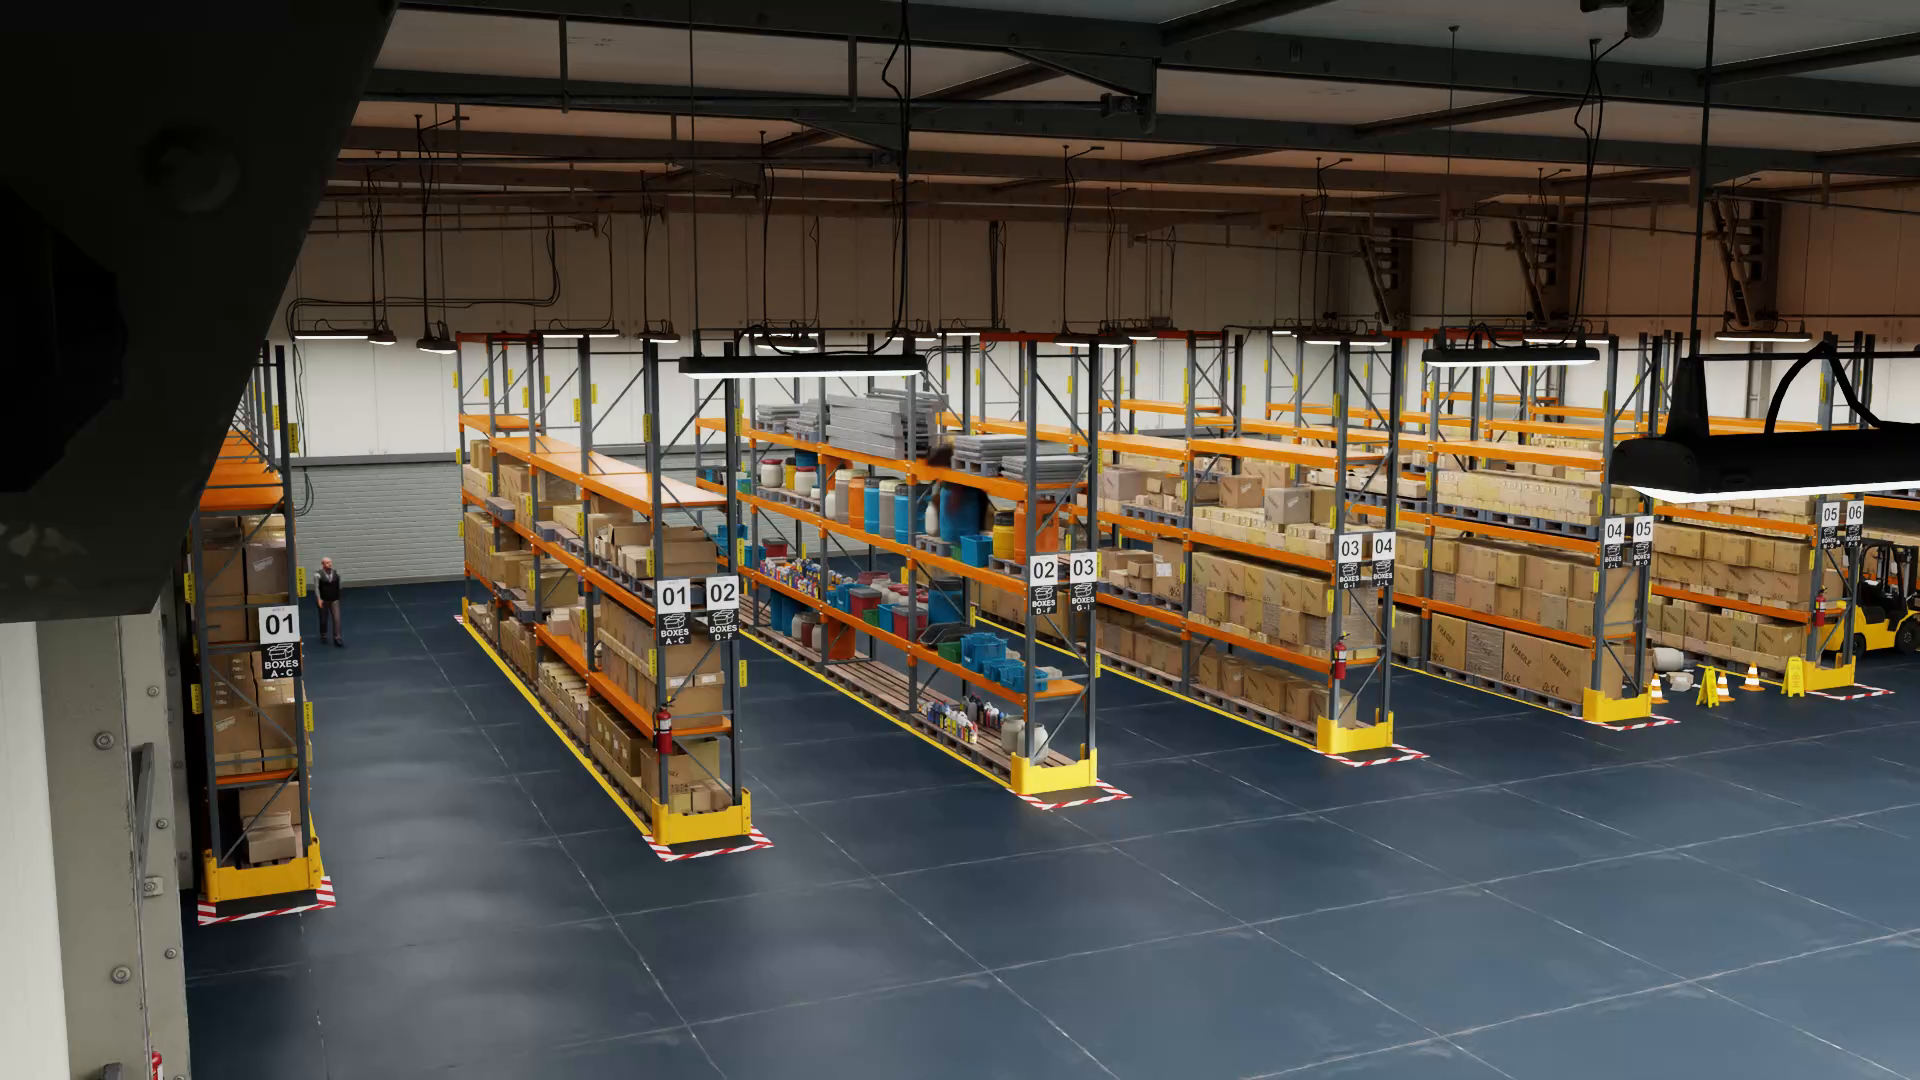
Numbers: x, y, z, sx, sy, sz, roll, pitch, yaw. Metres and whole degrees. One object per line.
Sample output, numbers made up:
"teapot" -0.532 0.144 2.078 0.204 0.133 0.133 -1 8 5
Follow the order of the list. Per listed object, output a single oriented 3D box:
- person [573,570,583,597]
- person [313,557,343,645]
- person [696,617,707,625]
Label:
"person" -7.952 0.888 34.642 0.498 1.600 0.443 -2 8 -13
"person" -12.200 1.176 32.110 0.530 1.687 0.976 -4 9 -29
"person" -4.512 1.671 28.666 0.519 1.611 0.932 -5 9 -30
